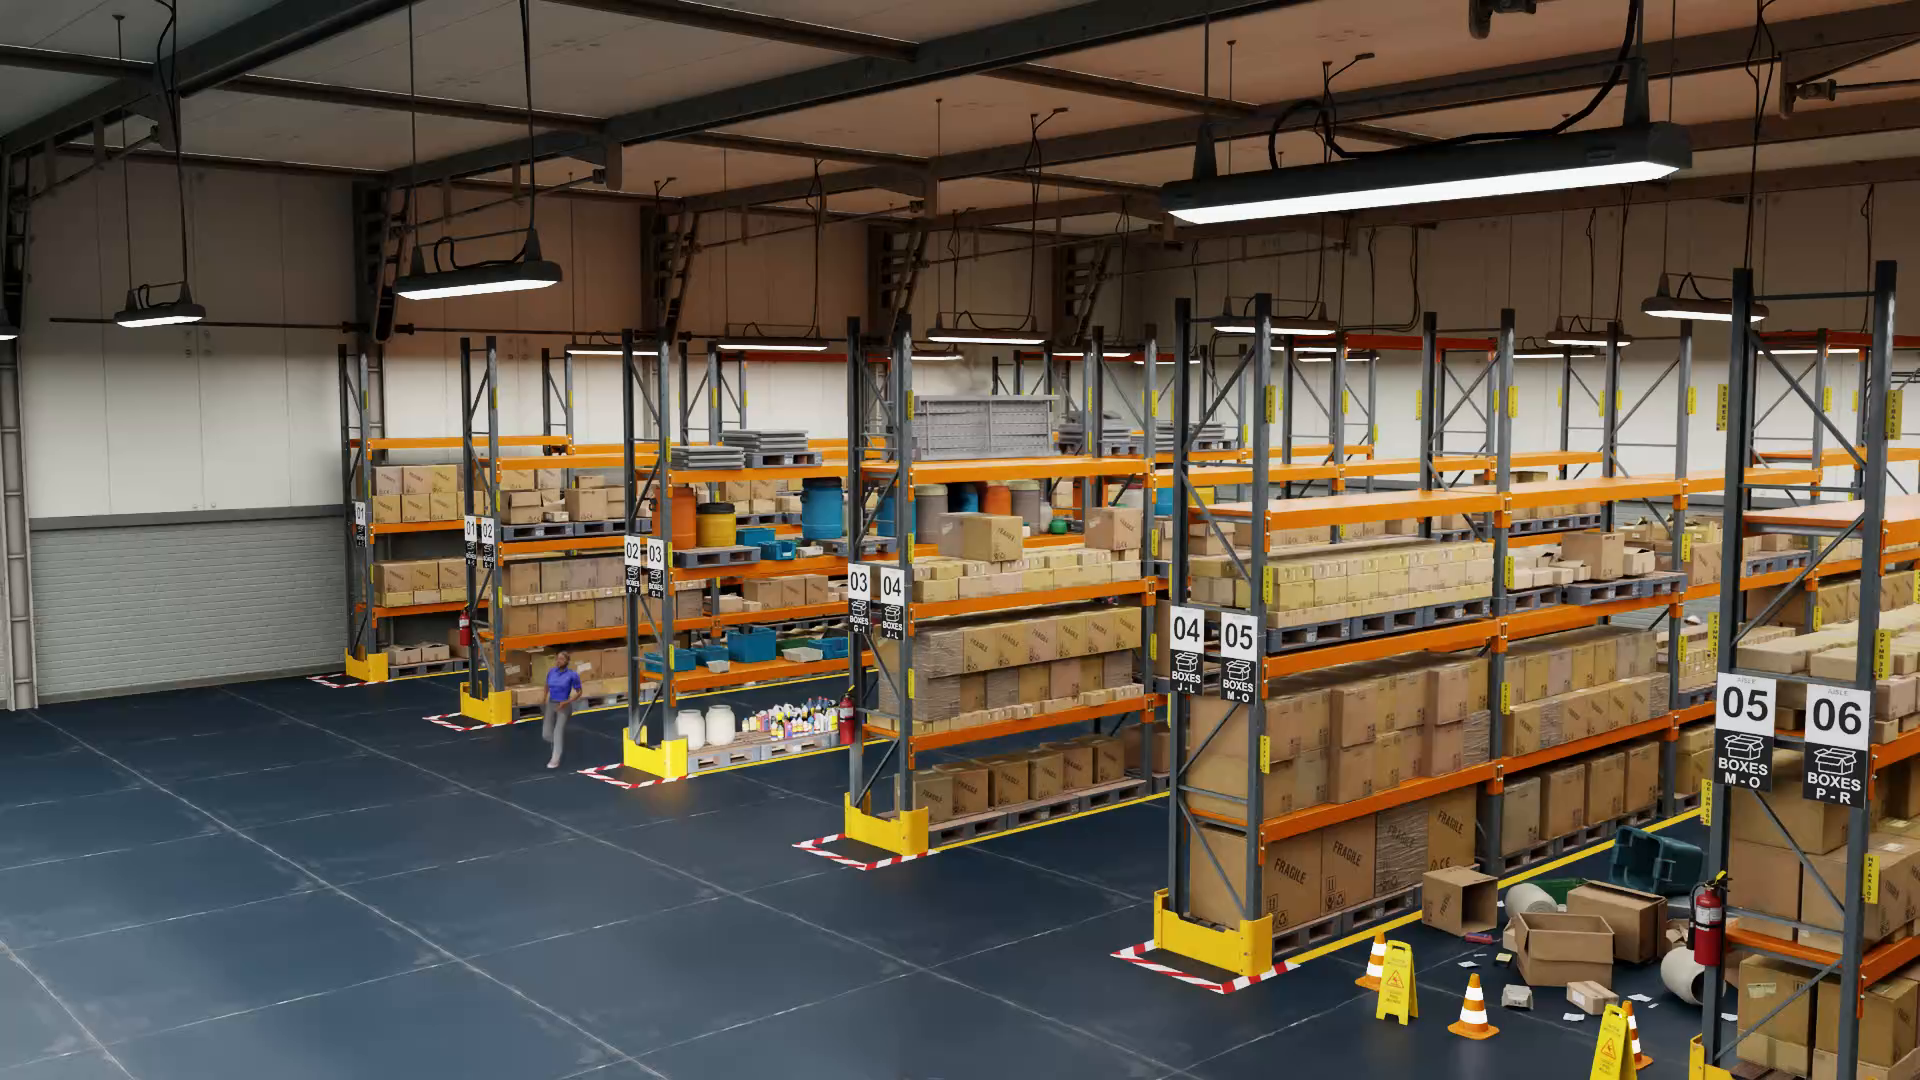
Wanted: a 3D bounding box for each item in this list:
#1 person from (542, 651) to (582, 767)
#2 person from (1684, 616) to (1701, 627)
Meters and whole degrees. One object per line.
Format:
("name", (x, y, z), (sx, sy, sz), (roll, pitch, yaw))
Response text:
("person", (-5.479, 2.328, 22.962), (0.587, 1.598, 0.533), (1, 5, 13))
("person", (11.148, 2.013, 25.222), (0.821, 1.733, 0.682), (-4, 6, -35))
